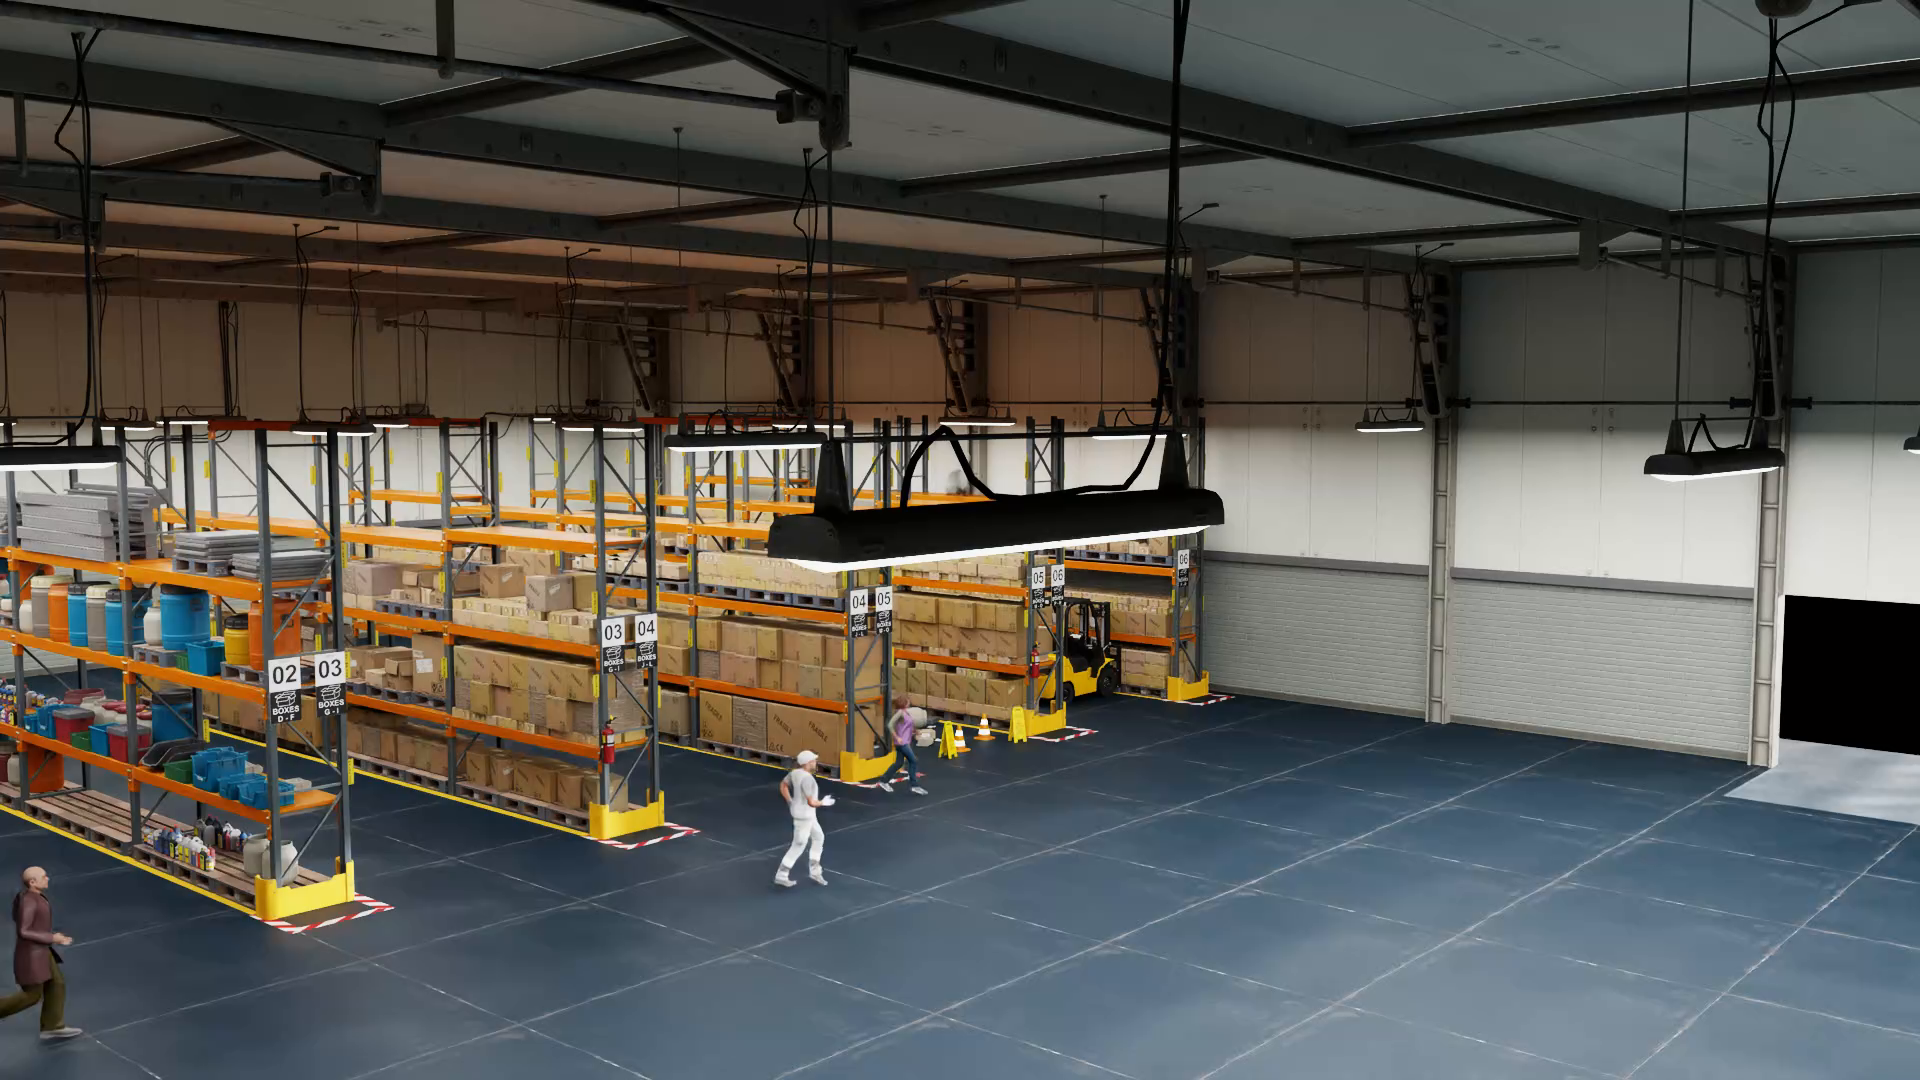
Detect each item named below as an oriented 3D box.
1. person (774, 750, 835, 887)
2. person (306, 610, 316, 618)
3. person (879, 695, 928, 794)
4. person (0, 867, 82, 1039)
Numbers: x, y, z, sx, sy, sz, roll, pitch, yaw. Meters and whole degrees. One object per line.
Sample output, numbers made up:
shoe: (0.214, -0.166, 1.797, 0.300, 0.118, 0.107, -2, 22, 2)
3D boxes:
person: (-2.043, 3.649, 21.648, 0.818, 1.838, 0.602, -1, 5, -17)
person: (-14.833, 2.345, 37.790, 0.684, 1.700, 0.534, 0, 5, 2)
person: (-0.915, 3.285, 26.776, 0.795, 1.584, 0.536, 0, 5, 3)
person: (-9.220, 4.096, 16.393, 0.934, 1.755, 0.698, -2, 5, -23)
